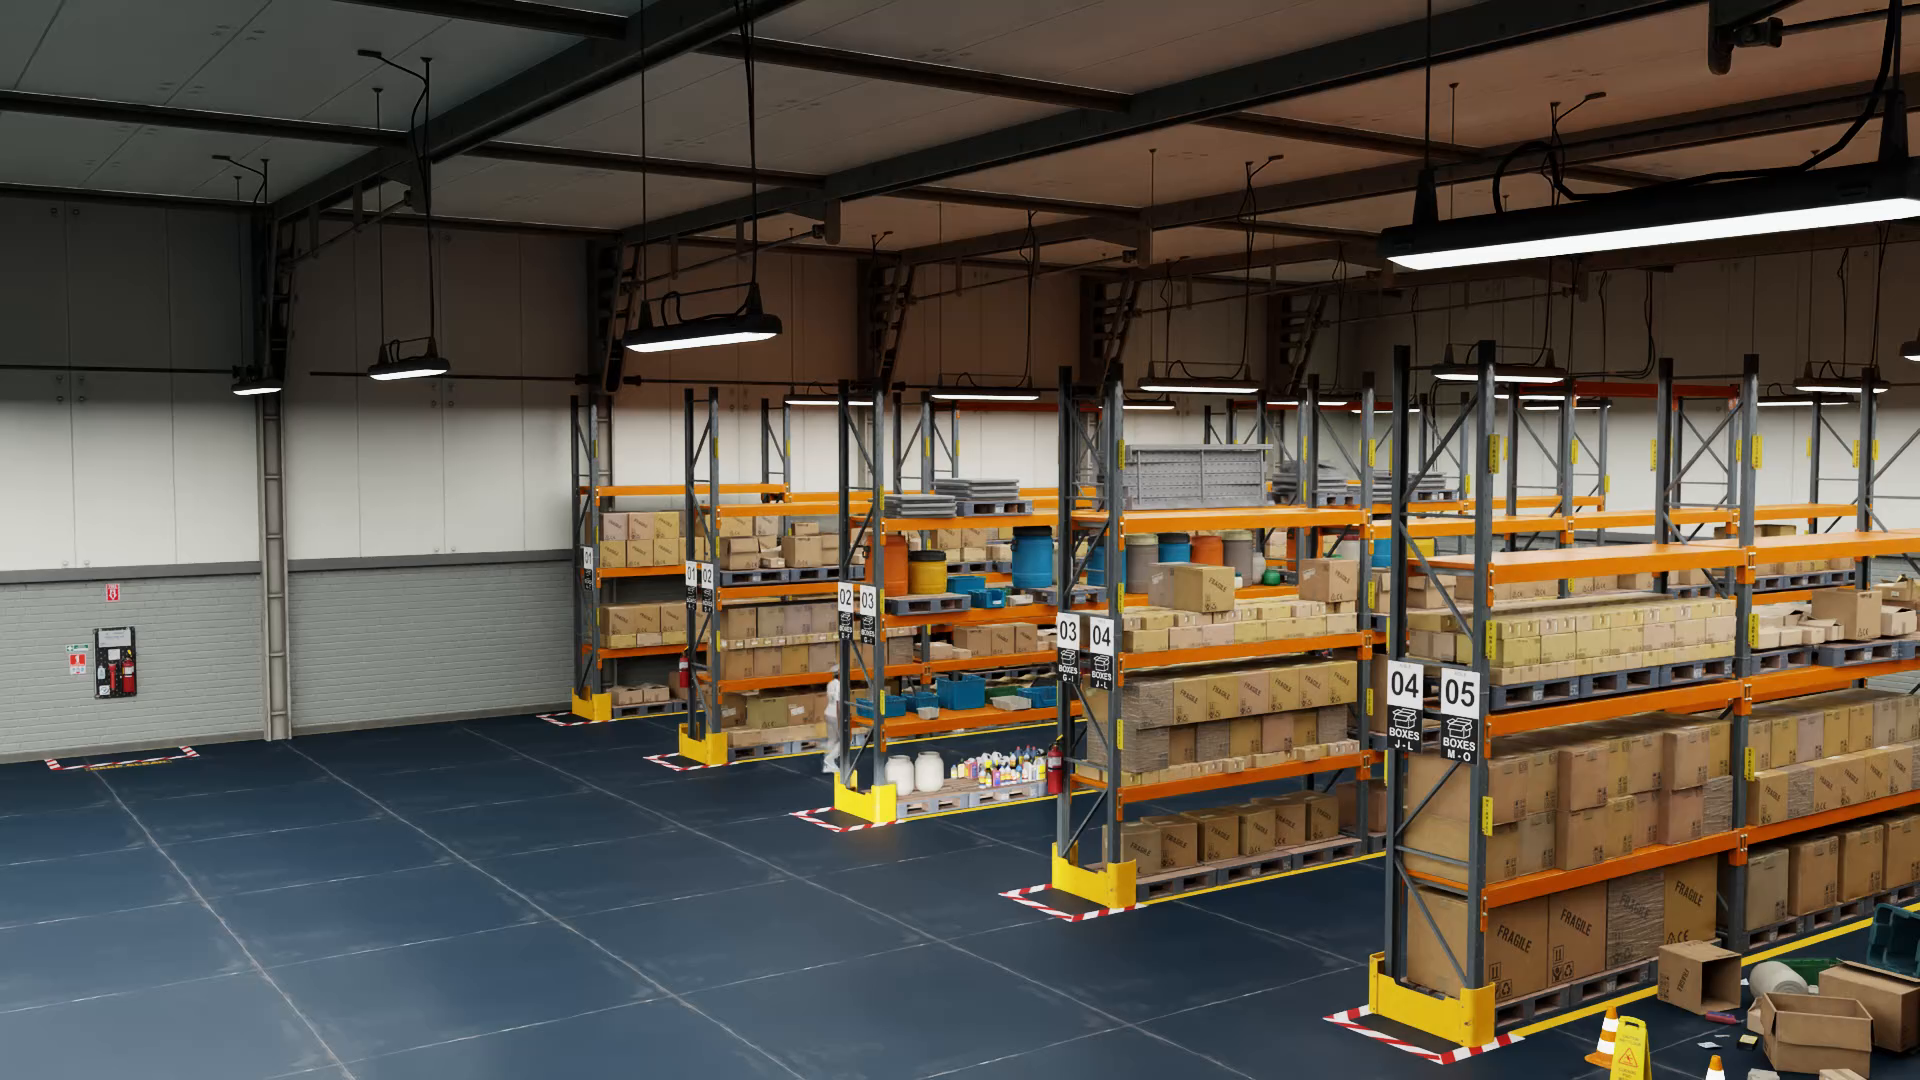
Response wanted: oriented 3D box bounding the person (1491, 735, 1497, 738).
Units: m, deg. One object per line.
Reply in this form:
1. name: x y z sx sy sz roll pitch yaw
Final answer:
1. person: 6.309 3.095 19.910 0.648 1.827 0.651 -1 4 -19

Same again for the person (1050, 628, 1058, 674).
1. person: 1.991 2.333 33.027 0.750 1.701 0.608 -3 5 -45

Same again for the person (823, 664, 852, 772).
1. person: -1.942 2.767 25.814 0.456 1.675 0.499 -1 4 -23
